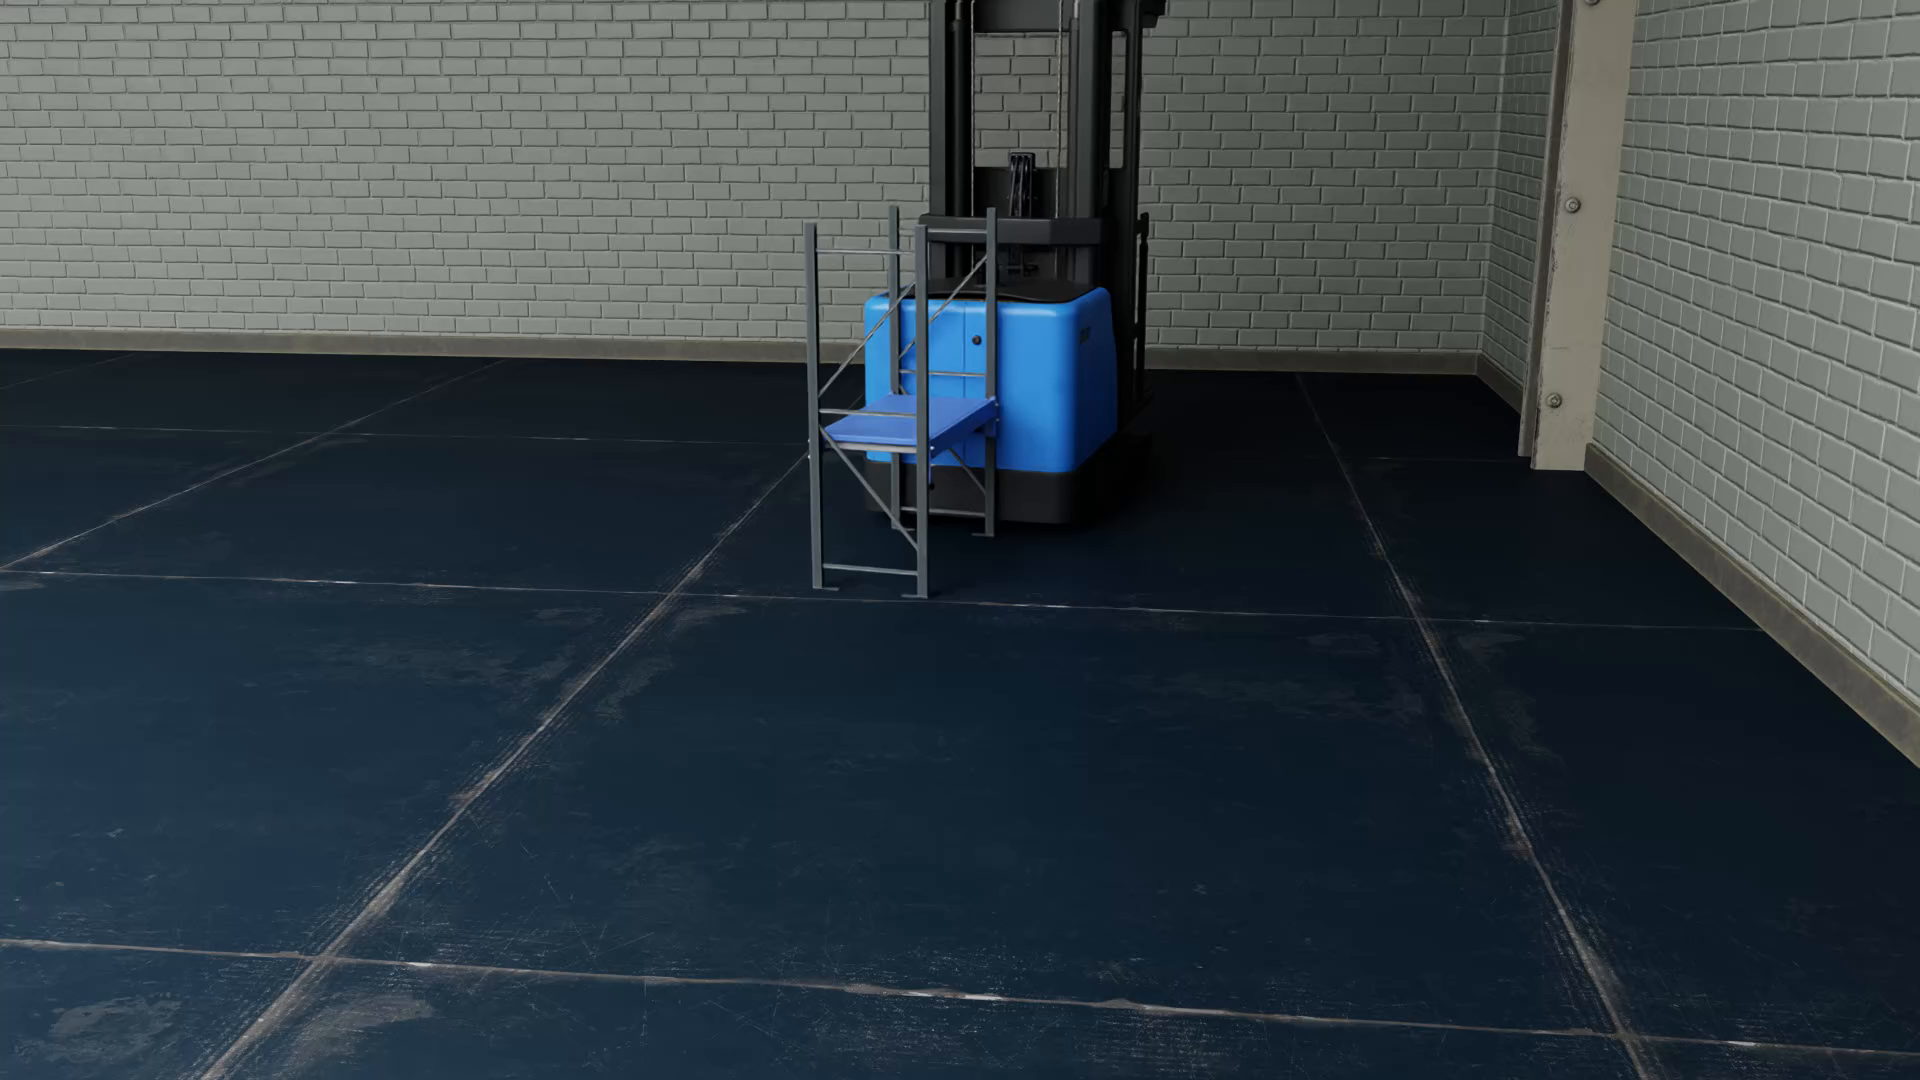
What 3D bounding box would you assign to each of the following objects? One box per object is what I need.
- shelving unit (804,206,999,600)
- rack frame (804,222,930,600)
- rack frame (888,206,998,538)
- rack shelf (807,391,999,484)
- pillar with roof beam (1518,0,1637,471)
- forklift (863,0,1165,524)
[{"bbox_3d":[-0.222,-0.630,7.120,0.538,1.500,1.048,4,16,16],"label":"shelving unit"},{"bbox_3d":[-0.367,-0.503,6.650,0.500,1.500,0.032,4,16,16],"label":"rack frame"},{"bbox_3d":[-0.078,-0.758,7.590,0.500,1.500,0.032,4,16,16],"label":"rack frame"},{"bbox_3d":[-0.222,-0.457,7.167,0.538,0.185,1.000,4,16,16],"label":"rack shelf"},{"bbox_3d":[-0.971,-4.905,8.562,9.100,9.000,0.400,2,15,6],"label":"pillar with roof beam"},{"bbox_3d":[0.446,-1.829,8.810,1.130,2.935,3.031,4,16,16],"label":"forklift"}]
